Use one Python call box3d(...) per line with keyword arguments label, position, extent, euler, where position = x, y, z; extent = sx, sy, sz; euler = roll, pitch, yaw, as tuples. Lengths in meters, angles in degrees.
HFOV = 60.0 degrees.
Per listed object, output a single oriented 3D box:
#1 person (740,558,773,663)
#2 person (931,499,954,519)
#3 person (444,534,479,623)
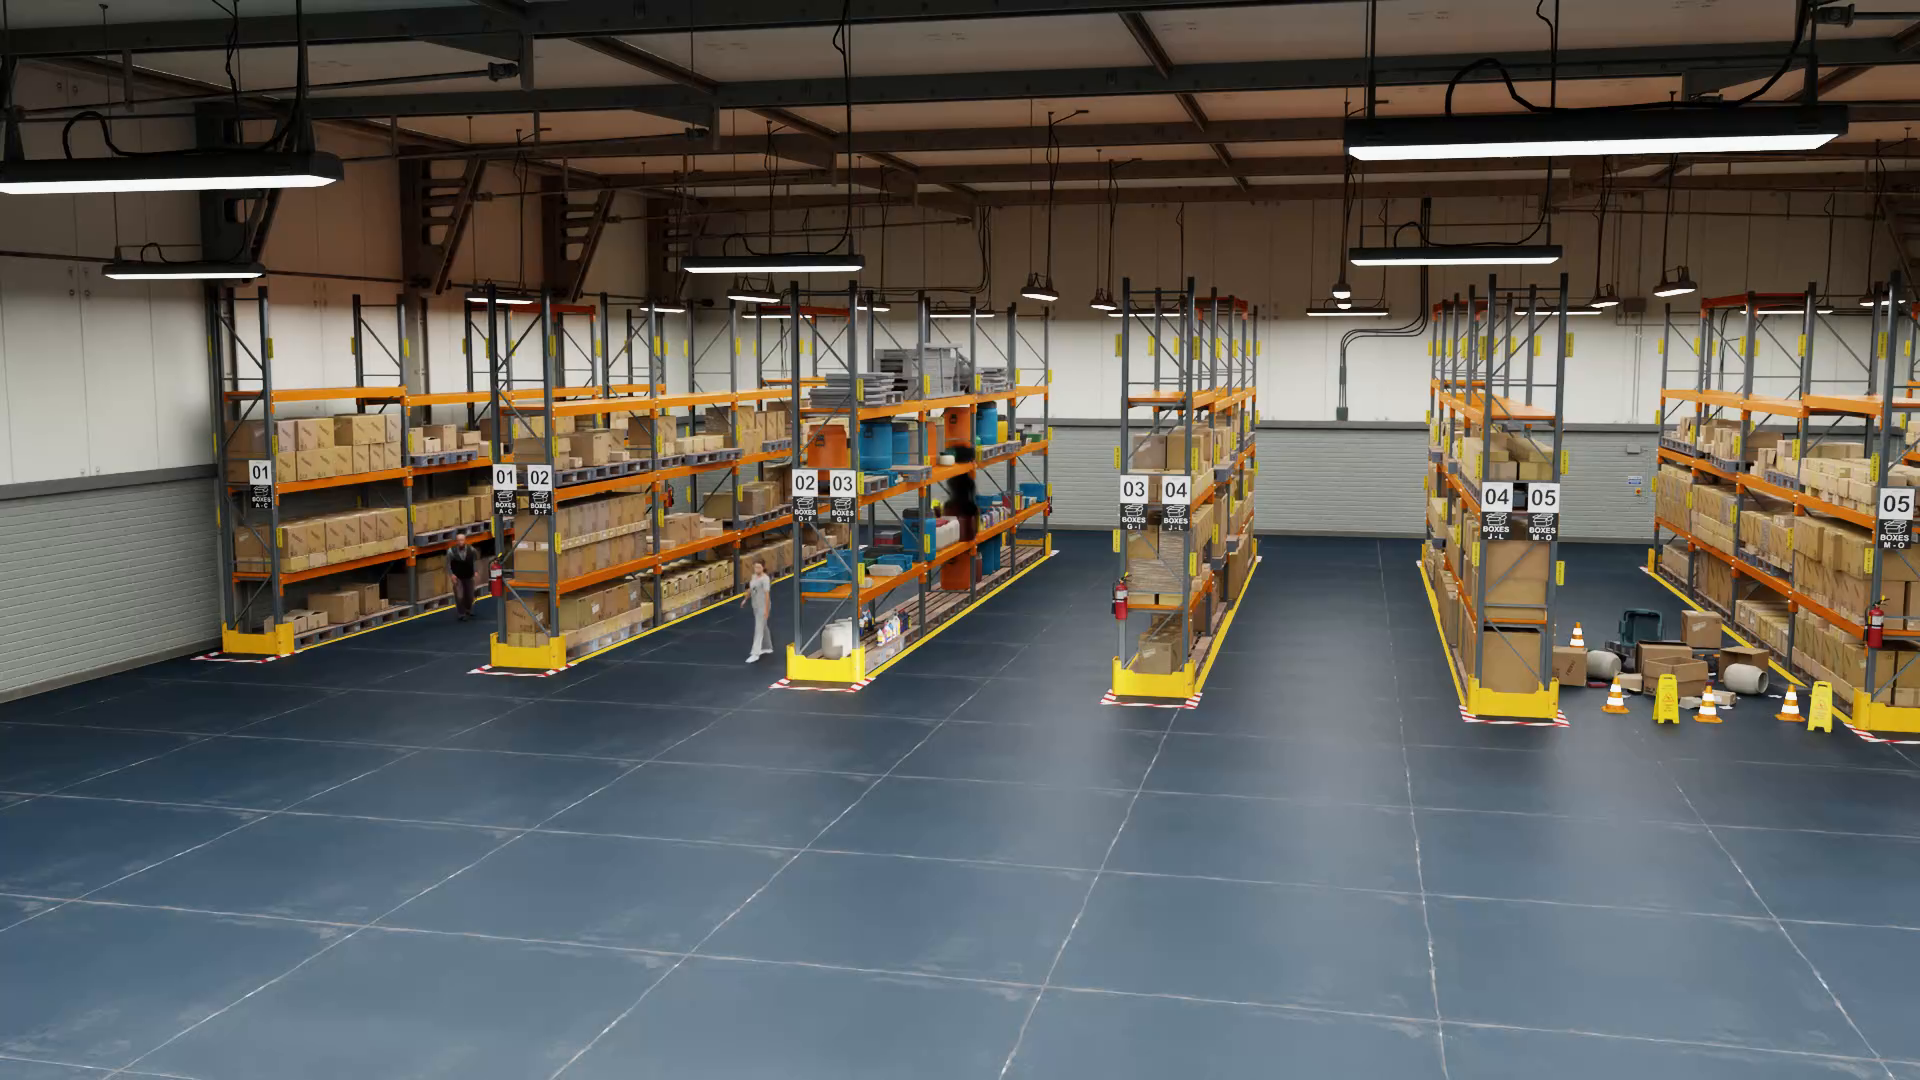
box3d(label="person", position=(-3.302, 1.098, 26.891), extent=(0.771, 1.656, 0.654), euler=(-6, 9, -43))
box3d(label="person", position=(-0.485, -0.273, 39.537), extent=(0.713, 1.474, 0.981), euler=(0, 7, 1))
box3d(label="person", position=(-9.158, 0.689, 30.567), extent=(0.655, 1.667, 0.770), euler=(-4, 8, -33))
